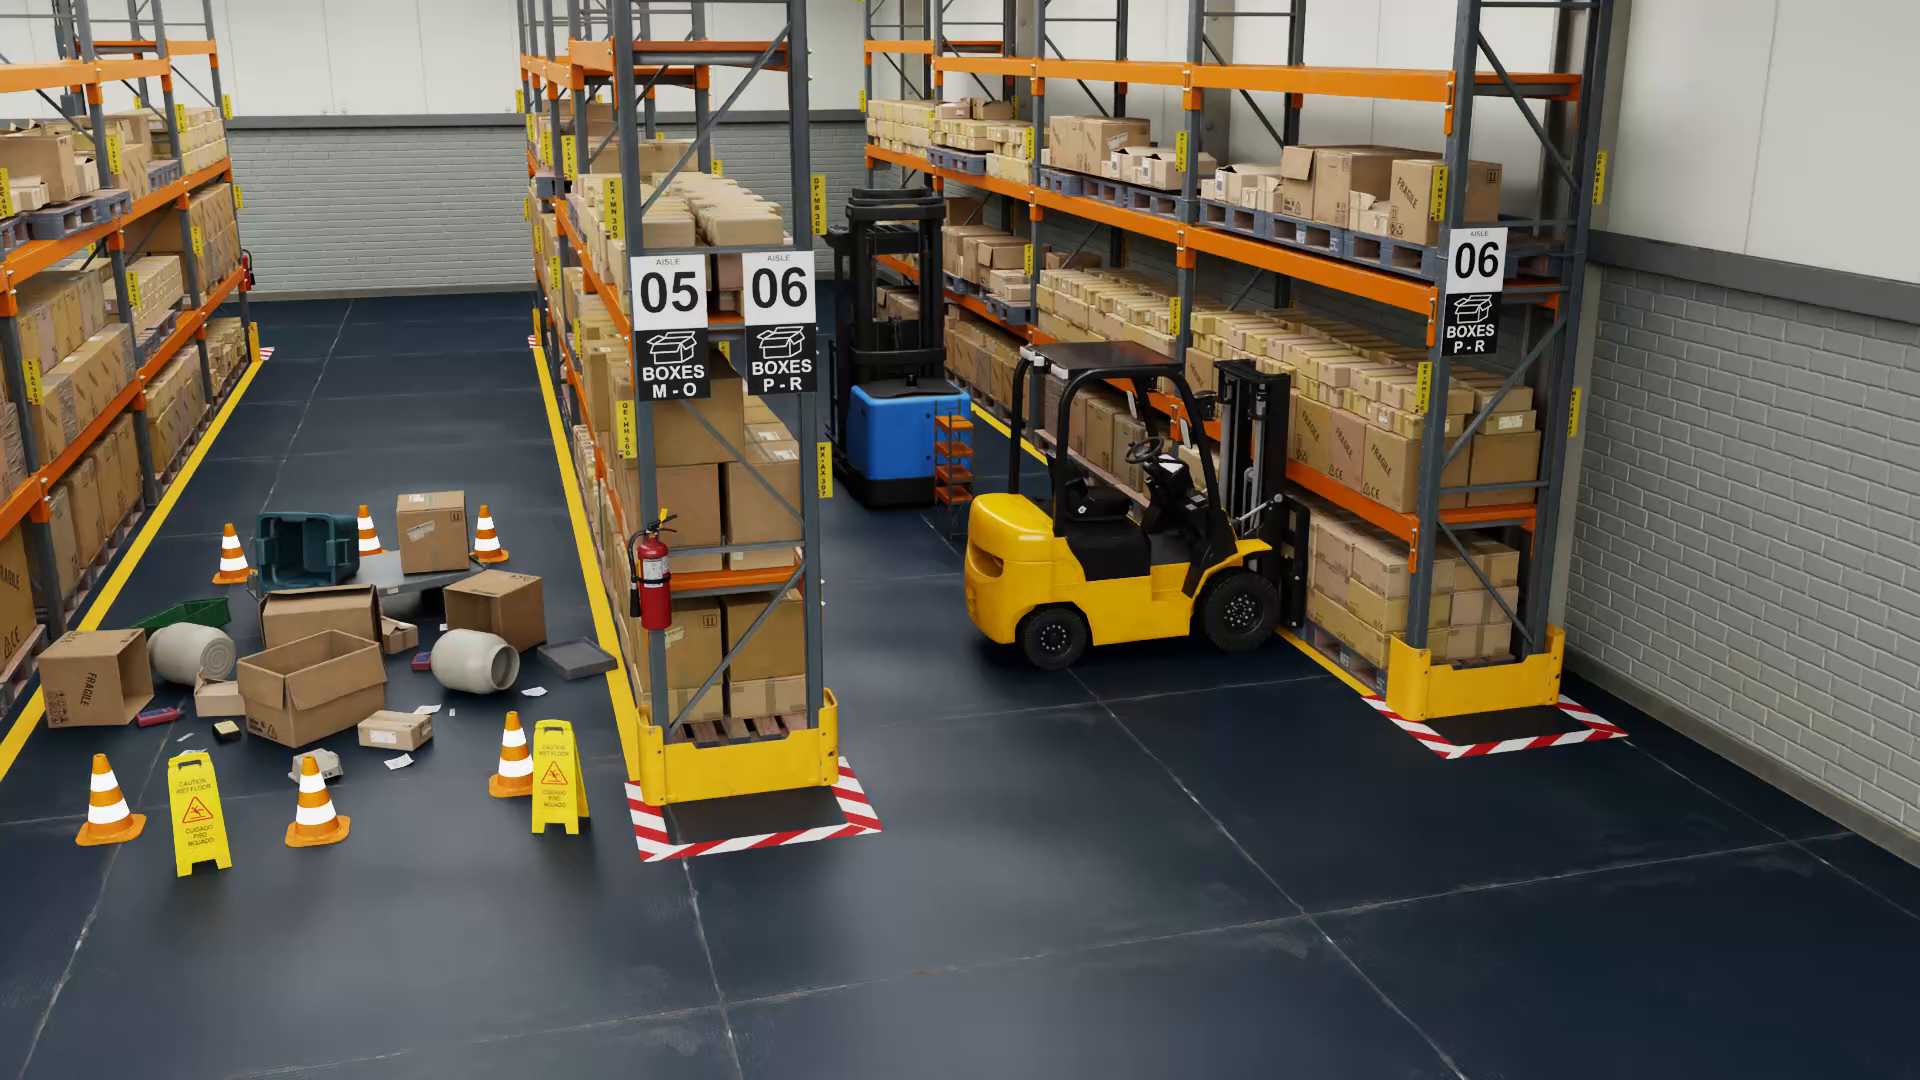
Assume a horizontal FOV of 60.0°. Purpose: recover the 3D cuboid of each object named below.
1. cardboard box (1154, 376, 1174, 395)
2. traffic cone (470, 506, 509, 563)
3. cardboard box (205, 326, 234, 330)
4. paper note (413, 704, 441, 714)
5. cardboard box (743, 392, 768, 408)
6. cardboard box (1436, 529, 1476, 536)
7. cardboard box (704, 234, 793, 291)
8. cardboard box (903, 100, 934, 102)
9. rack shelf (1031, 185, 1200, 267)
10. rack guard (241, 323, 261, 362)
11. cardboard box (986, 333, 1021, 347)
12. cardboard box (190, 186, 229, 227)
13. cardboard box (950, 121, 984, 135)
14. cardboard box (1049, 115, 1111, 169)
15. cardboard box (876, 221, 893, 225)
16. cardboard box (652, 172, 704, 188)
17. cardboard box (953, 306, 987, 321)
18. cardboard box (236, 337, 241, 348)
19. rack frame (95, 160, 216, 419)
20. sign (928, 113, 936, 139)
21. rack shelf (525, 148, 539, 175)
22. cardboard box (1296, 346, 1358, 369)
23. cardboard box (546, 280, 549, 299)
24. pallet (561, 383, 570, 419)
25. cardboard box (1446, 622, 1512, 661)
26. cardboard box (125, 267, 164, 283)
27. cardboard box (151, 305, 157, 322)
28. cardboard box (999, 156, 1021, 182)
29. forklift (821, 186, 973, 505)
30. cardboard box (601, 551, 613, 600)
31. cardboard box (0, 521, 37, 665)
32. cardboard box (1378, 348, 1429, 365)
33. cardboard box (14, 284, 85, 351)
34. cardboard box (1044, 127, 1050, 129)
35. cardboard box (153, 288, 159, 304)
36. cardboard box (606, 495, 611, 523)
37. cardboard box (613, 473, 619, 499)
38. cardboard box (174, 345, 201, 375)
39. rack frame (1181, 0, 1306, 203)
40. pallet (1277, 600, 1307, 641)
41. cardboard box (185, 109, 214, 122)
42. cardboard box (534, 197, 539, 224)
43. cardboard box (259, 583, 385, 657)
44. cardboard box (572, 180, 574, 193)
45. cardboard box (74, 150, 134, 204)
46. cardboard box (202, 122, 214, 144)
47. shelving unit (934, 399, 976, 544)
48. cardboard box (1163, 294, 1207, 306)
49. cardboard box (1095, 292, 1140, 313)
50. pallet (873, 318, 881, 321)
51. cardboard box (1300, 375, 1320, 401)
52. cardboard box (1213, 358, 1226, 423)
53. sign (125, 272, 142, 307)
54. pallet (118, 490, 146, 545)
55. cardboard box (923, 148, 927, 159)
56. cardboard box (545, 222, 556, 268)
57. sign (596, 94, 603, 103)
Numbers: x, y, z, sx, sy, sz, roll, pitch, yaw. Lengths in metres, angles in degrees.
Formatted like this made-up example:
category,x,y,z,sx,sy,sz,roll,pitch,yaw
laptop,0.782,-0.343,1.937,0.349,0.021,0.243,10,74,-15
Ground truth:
category,x,y,z,sx,sy,sz,roll,pitch,yaw
cardboard box,1.974,-1.491,14.962,0.500,0.250,0.500,-4,17,-14
traffic cone,-4.094,-0.068,14.374,0.336,0.463,0.334,-5,17,-15
cardboard box,-9.831,-2.733,22.026,0.380,0.149,0.250,-5,18,-17
paper note,-3.571,1.132,11.149,0.148,0.019,0.142,1,17,4
cardboard box,-1.606,-0.711,11.415,0.500,0.500,0.500,-5,17,-16
cardboard box,3.372,0.014,12.005,0.500,0.250,0.500,-5,17,-15
cardboard box,-1.190,-1.611,9.632,0.500,0.250,0.500,-5,17,-16
cardboard box,-0.543,-6.409,24.735,0.500,0.250,0.500,-5,17,-17
rack shelf,1.814,-3.089,16.059,1.077,0.370,4.000,-5,17,-15
rack guard,-10.416,-2.732,23.179,1.175,0.500,0.348,-5,17,-15
cardboard box,0.529,-2.423,20.291,0.380,0.149,0.250,-5,17,-15
cardboard box,-9.933,-4.373,21.866,0.500,0.500,0.500,-5,18,-17
cardboard box,0.093,-5.036,20.307,0.380,0.149,0.250,-5,17,-16
cardboard box,1.229,-4.064,16.977,0.500,0.500,0.500,-5,17,-15
cardboard box,-1.068,-4.687,25.085,0.500,0.250,0.500,-5,17,-15
cardboard box,-2.111,-2.678,12.491,0.380,0.149,0.250,-4,17,-14
cardboard box,0.126,-2.926,21.448,0.380,0.149,0.250,-6,18,-18
cardboard box,-9.873,-2.662,22.308,0.380,0.149,0.250,-5,18,-18
rack frame,-9.338,-2.844,19.206,1.000,3.000,0.127,-5,17,-15
sign,-0.354,-5.296,21.256,0.100,0.325,0.005,-5,17,-15
rack shelf,-5.156,-4.909,22.116,1.077,0.370,4.000,-5,17,-15
cardboard box,2.735,-1.345,12.397,0.380,0.149,0.250,-4,17,-14
cardboard box,-4.739,-3.049,20.149,0.500,0.250,0.500,-5,17,-17
pallet,-4.322,-1.720,20.313,1.003,0.211,1.213,-5,17,-15
cardboard box,3.516,0.627,11.701,0.500,0.250,0.500,-5,17,-15
cardboard box,-8.759,-2.827,17.823,0.380,0.149,0.250,-5,18,-17
cardboard box,-8.534,-2.325,17.184,0.380,0.149,0.250,-4,17,-15
cardboard box,0.751,-4.177,18.690,0.500,0.250,0.500,-5,17,-15
forklift,-0.775,-2.125,16.930,1.130,2.935,3.031,-5,17,-15
cardboard box,-2.505,0.250,12.956,0.500,0.250,0.500,-6,18,-18
cardboard box,-7.034,0.365,11.487,0.875,0.875,0.875,-4,17,-14
cardboard box,3.323,-1.316,12.302,0.380,0.149,0.250,-5,17,-17
cardboard box,-7.841,-1.858,14.011,0.700,0.500,0.500,-5,17,-16
cardboard box,1.140,-4.654,19.067,0.380,0.149,0.250,-5,17,-15
cardboard box,-8.612,-2.541,17.387,0.380,0.149,0.250,-4,17,-13
cardboard box,-2.385,-0.239,12.151,0.380,0.149,0.250,-4,17,-13
cardboard box,-2.191,-0.396,11.492,0.380,0.149,0.250,-5,17,-15
cardboard box,-8.890,-2.021,18.778,0.500,0.250,0.500,-5,17,-17
rack frame,2.364,-4.317,13.682,1.000,3.000,0.127,-5,17,-15
pallet,2.881,0.453,13.077,1.003,0.211,1.213,-5,17,-15
cardboard box,-9.842,-5.466,21.418,0.380,0.149,0.250,-4,17,-14
cardboard box,-5.412,-4.319,22.205,0.500,0.500,0.500,-5,17,-15
cardboard box,-4.490,0.643,11.702,0.797,0.637,0.503,-5,17,-15
cardboard box,-3.514,-3.358,15.937,0.396,0.266,0.258,-5,17,-15
cardboard box,-8.140,-3.401,15.673,0.500,0.500,0.500,-5,17,-15
cardboard box,-9.786,-5.164,21.108,0.500,0.250,0.500,-4,17,-14
shelving unit,-0.046,-0.620,14.932,0.258,1.200,0.503,-5,17,-15
cardboard box,2.174,-2.274,16.006,0.380,0.149,0.250,-5,17,-16
cardboard box,1.530,-2.298,16.086,0.380,0.149,0.250,-5,17,-17
pallet,-0.693,-3.186,25.193,1.003,0.211,1.213,-5,17,-15
cardboard box,2.723,-1.123,12.174,0.380,0.149,0.250,-5,17,-15
cardboard box,2.394,-1.206,13.578,0.500,0.500,0.500,-4,17,-14
sign,-7.706,-2.337,15.505,0.100,0.325,0.005,-5,17,-15
pallet,-8.094,-0.178,15.178,1.003,0.211,1.213,-5,17,-15
cardboard box,-0.282,-5.117,21.996,0.380,0.149,0.250,-5,17,-15
cardboard box,-4.460,-3.368,19.039,0.500,0.500,0.500,-5,17,-17
sign,-5.180,-6.232,23.868,0.100,0.325,0.005,-5,17,-15
